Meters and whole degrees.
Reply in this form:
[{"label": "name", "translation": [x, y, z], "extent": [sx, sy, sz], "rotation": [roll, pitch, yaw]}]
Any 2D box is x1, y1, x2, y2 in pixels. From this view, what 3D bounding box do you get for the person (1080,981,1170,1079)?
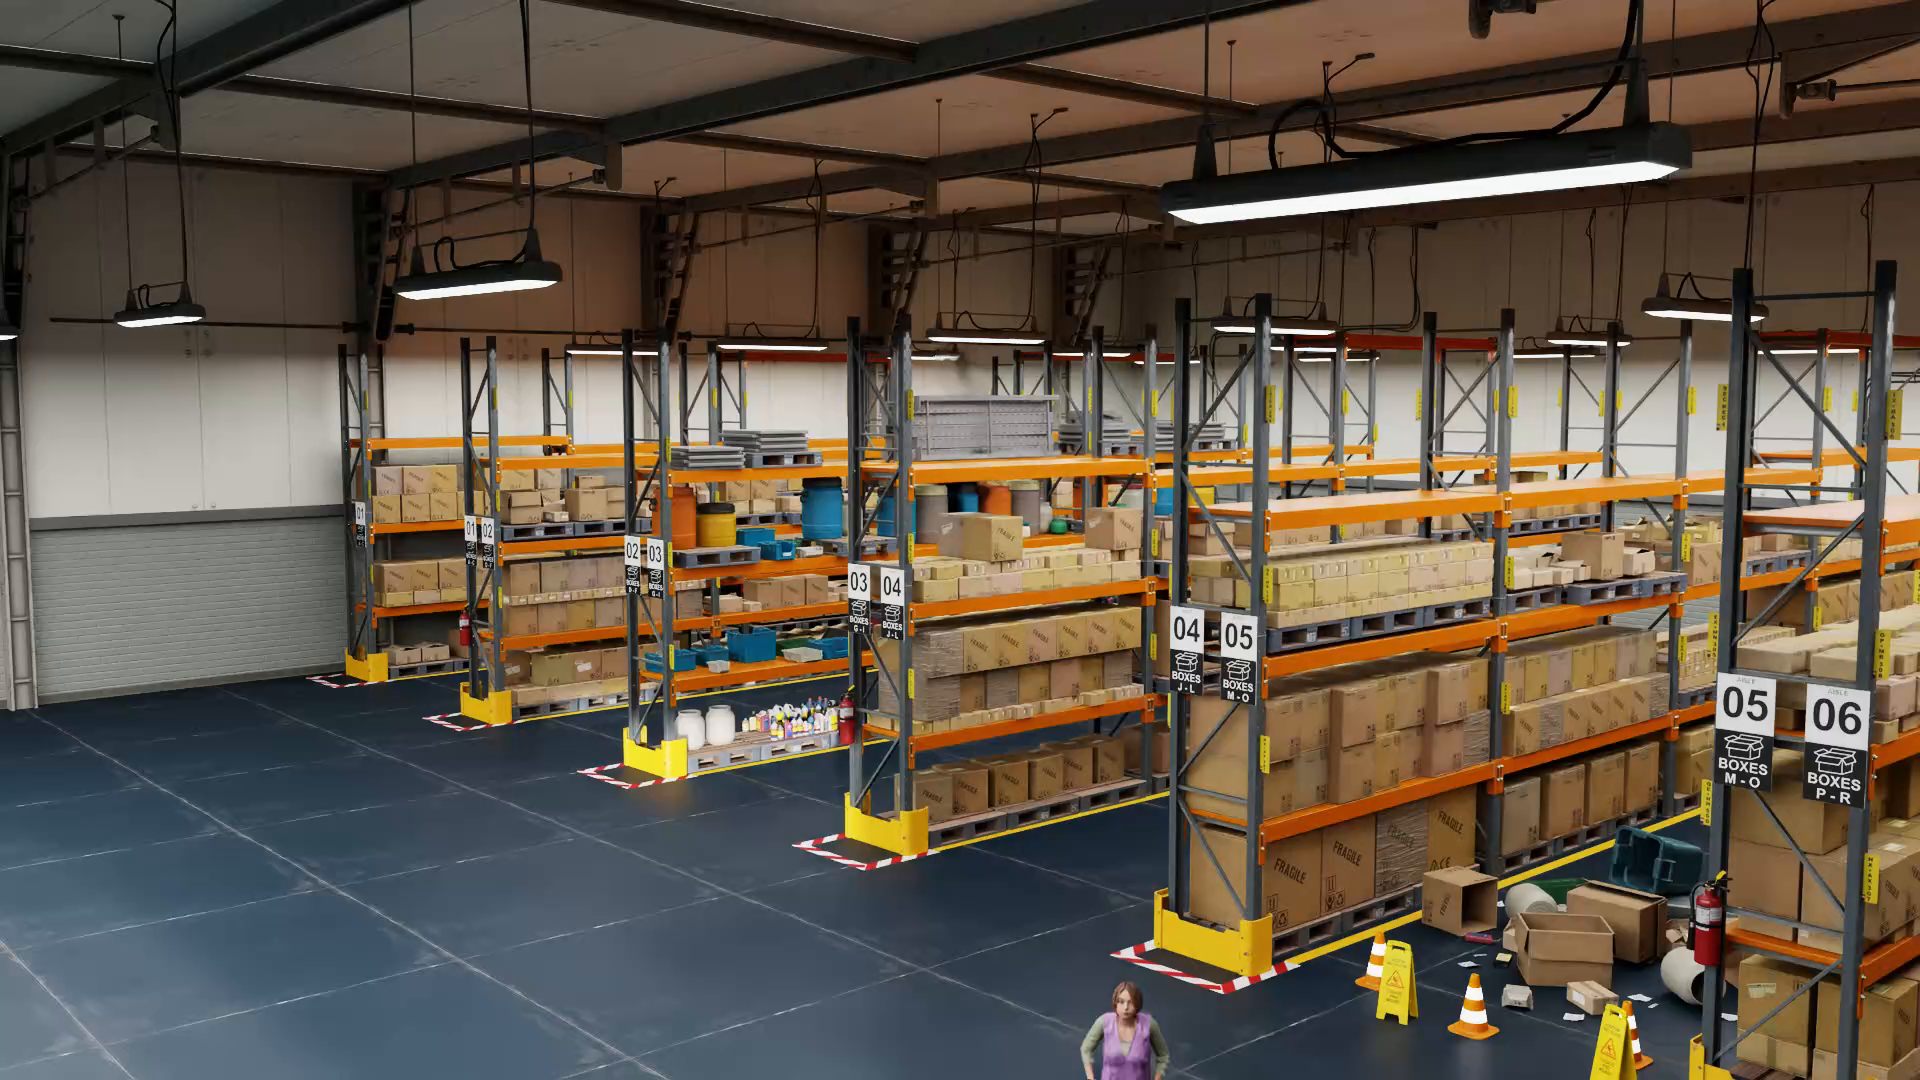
[{"label": "person", "translation": [1.027, 3.475, 10.365], "extent": [0.559, 1.565, 0.560], "rotation": [1, 5, 7]}]
